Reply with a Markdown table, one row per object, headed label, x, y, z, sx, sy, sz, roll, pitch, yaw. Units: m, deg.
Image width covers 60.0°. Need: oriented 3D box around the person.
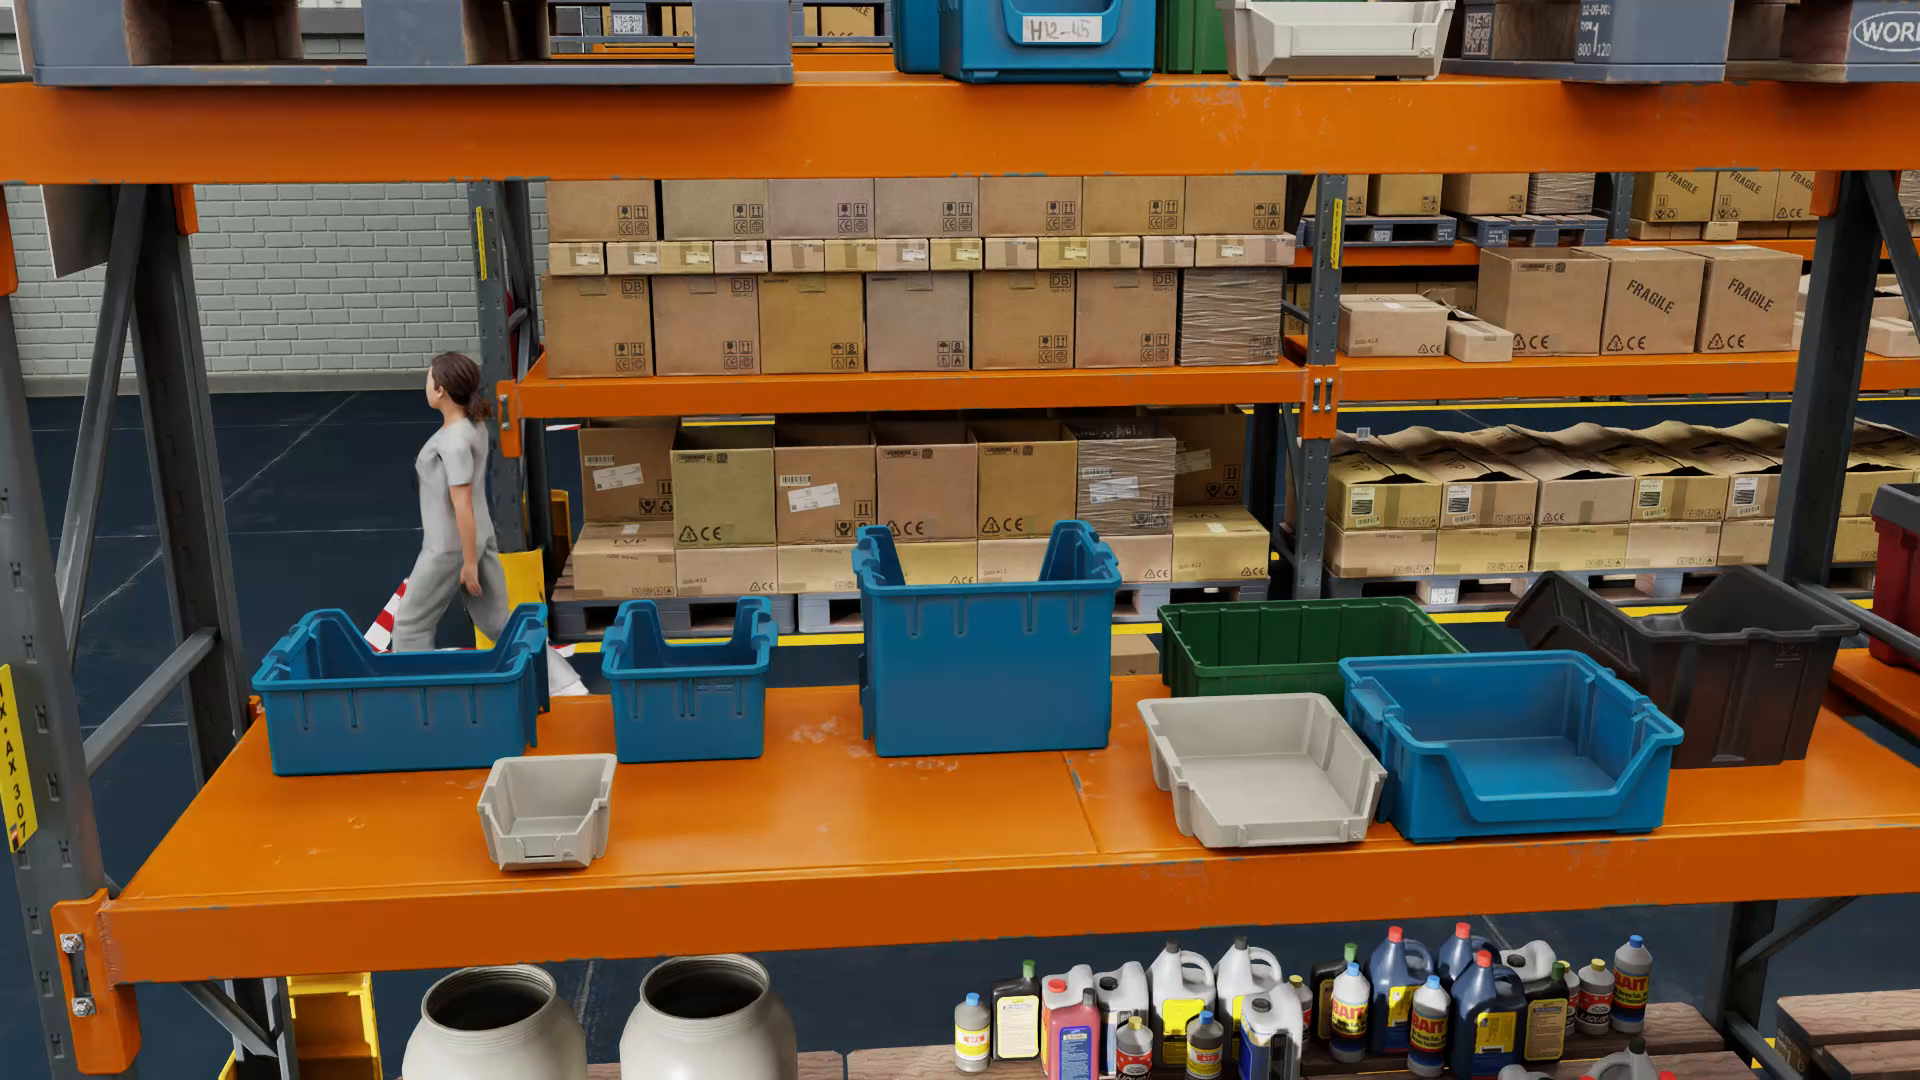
| label | x | y | z | sx | sy | sz | roll | pitch | yaw |
| --- | --- | --- | --- | --- | --- | --- | --- | --- | --- |
| person | -2.113 | 0.017 | 7.001 | 0.990 | 1.625 | 0.476 | 0 | 17 | -1 |
